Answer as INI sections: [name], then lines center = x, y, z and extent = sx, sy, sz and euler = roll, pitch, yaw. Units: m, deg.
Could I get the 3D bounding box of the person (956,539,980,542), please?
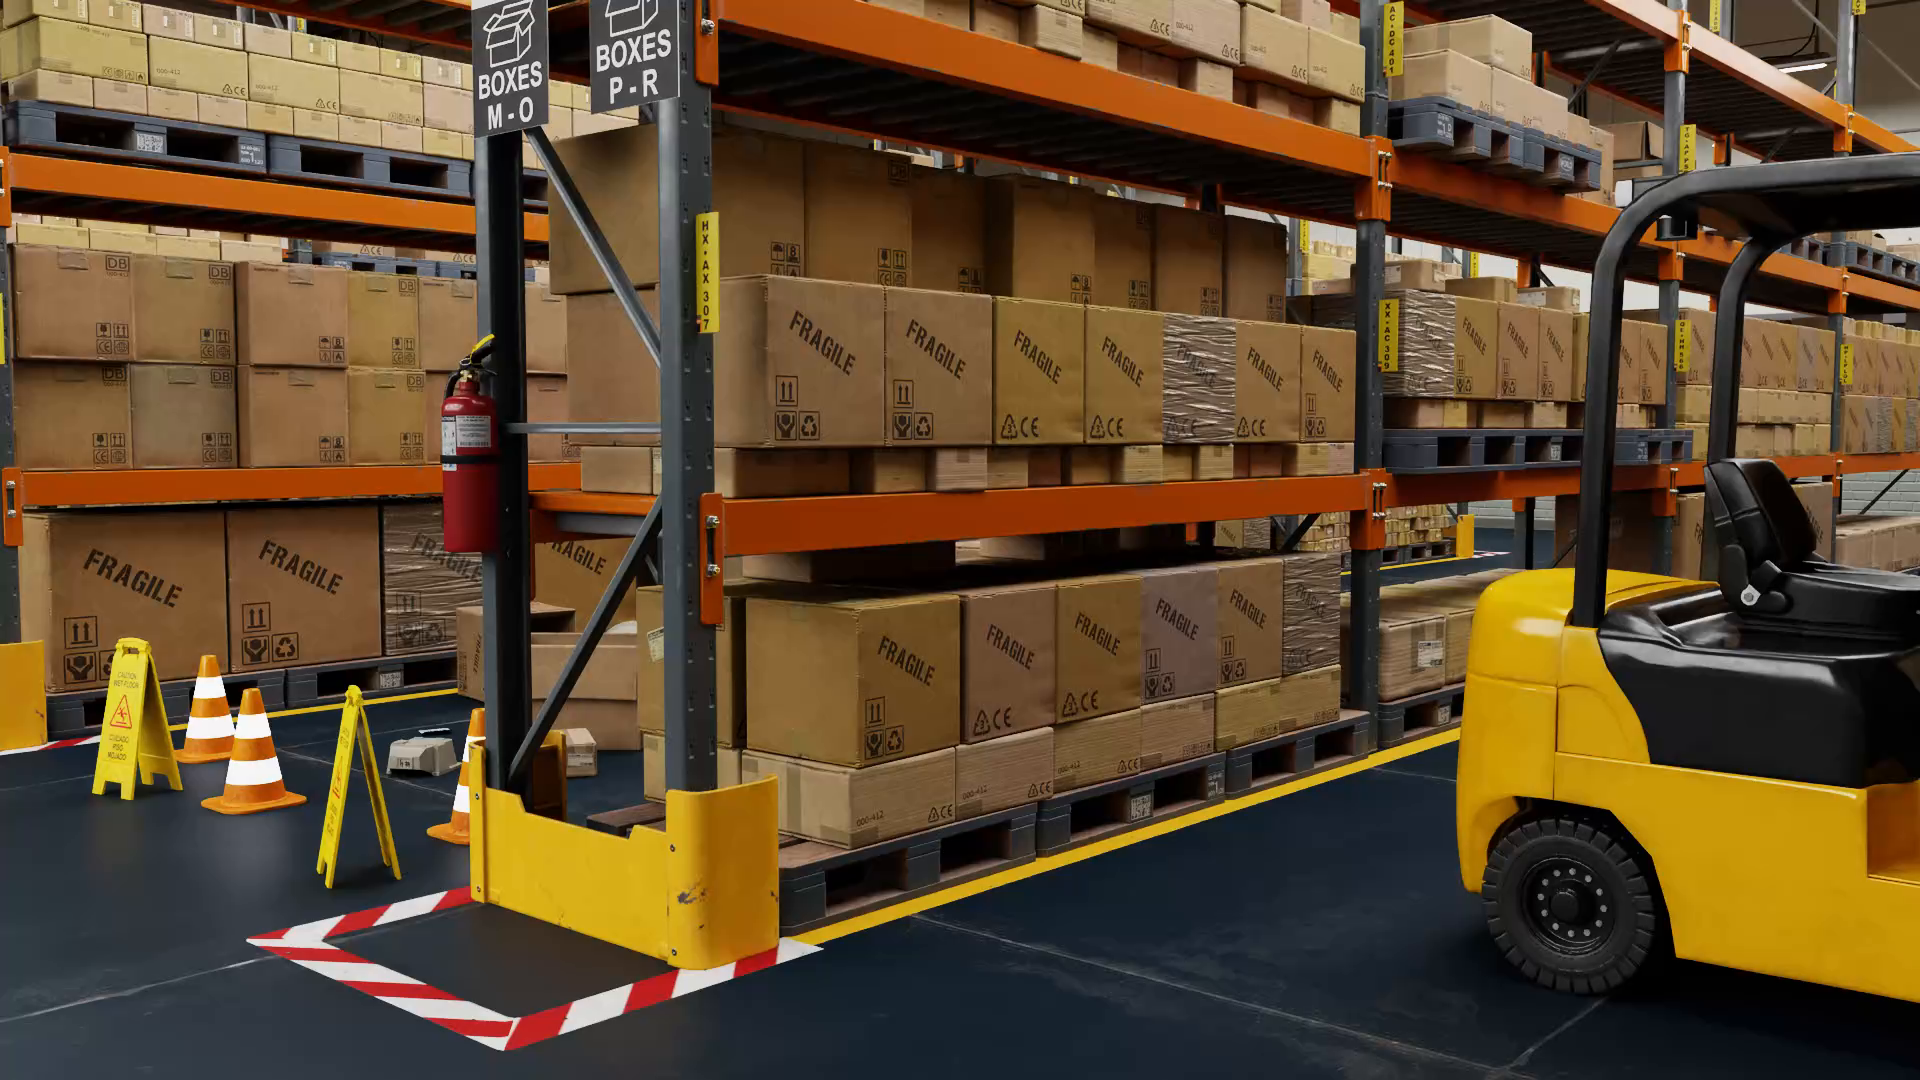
[person]
center = 0.080, -0.069, 11.633
extent = 0.521, 1.599, 0.472
euler = 3, 5, 40
